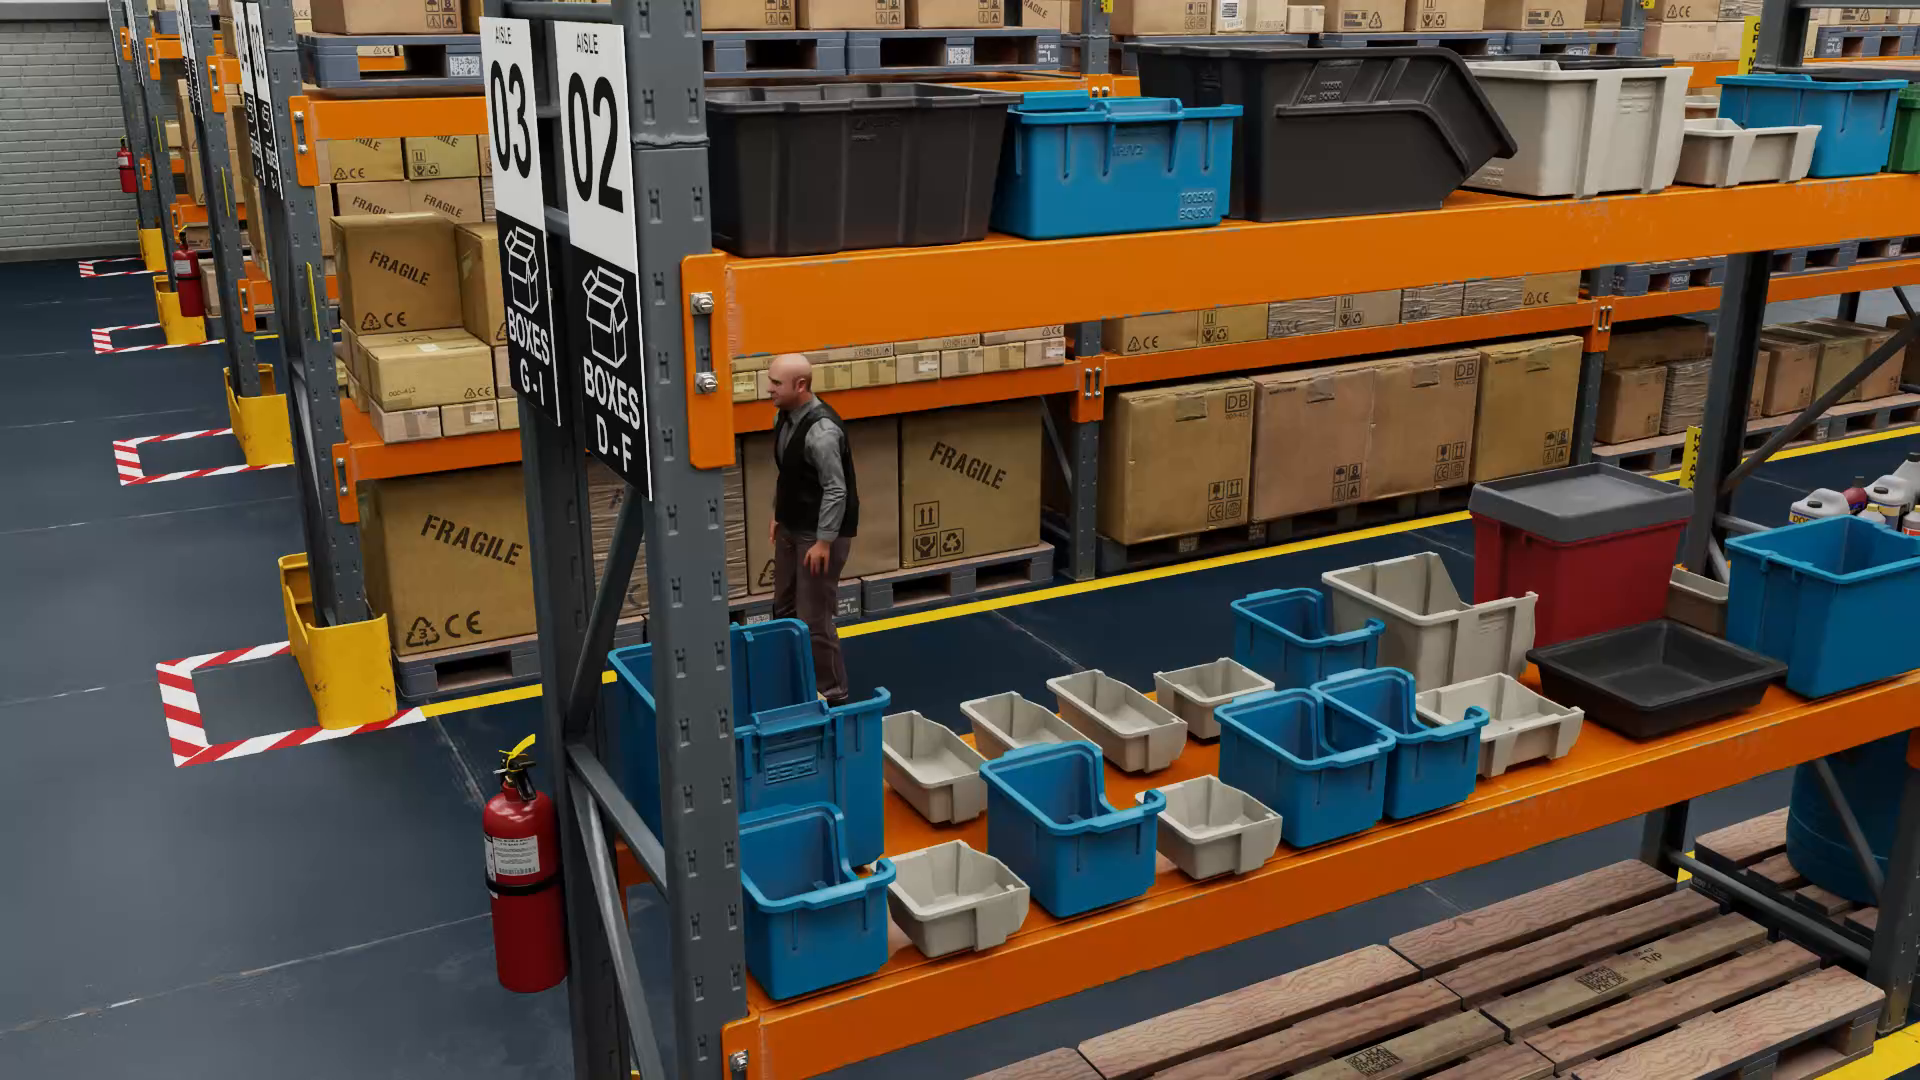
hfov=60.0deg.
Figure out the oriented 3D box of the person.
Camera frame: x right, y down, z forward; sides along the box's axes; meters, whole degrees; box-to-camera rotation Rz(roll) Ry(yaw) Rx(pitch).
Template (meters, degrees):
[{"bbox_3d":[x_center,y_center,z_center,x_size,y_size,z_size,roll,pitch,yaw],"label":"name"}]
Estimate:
[{"bbox_3d":[-0.687,-0.028,7.679,0.415,1.721,0.580,-10,21,-27],"label":"person"}]
